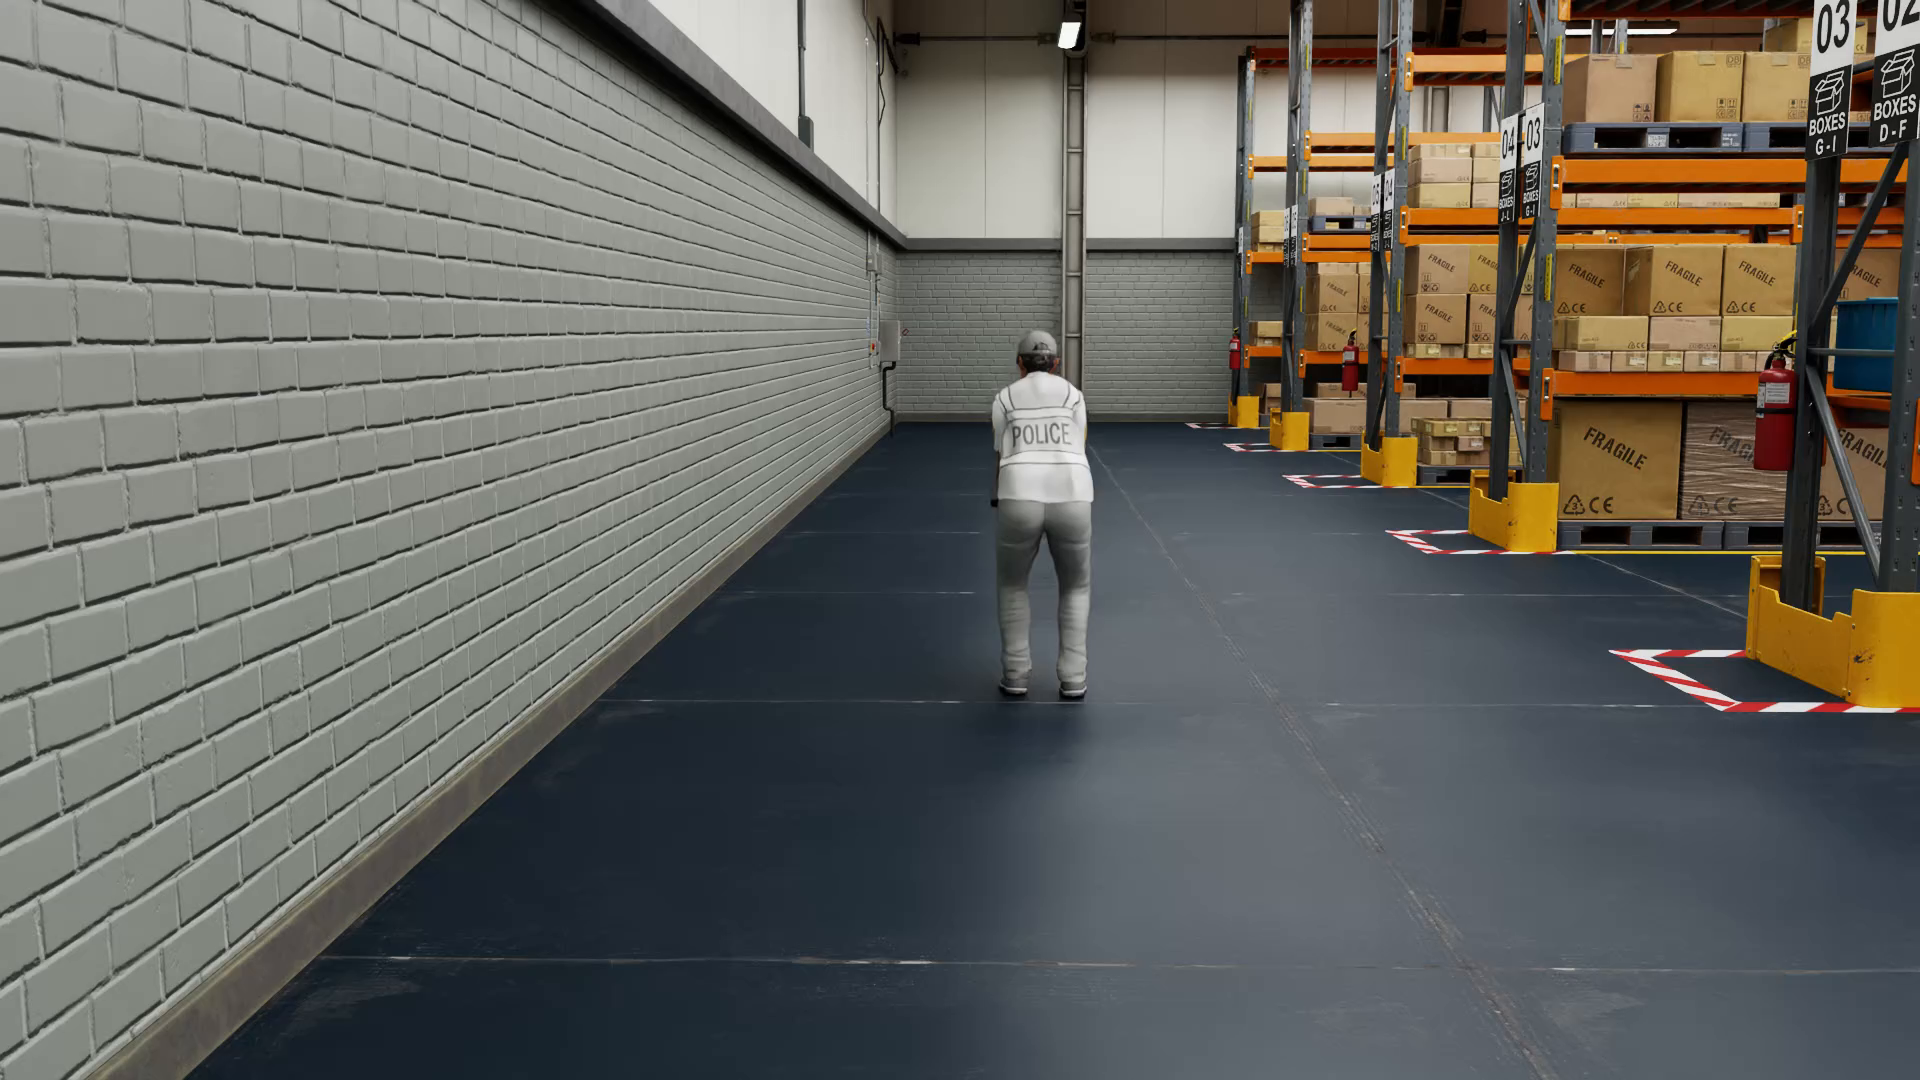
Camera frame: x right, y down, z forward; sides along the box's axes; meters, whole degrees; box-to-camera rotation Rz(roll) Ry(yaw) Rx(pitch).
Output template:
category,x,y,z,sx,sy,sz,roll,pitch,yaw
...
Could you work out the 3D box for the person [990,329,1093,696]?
category,x,y,z,sx,sy,sz,roll,pitch,yaw
person,0.359,-0.121,7.410,0.452,1.623,0.583,0,7,0
